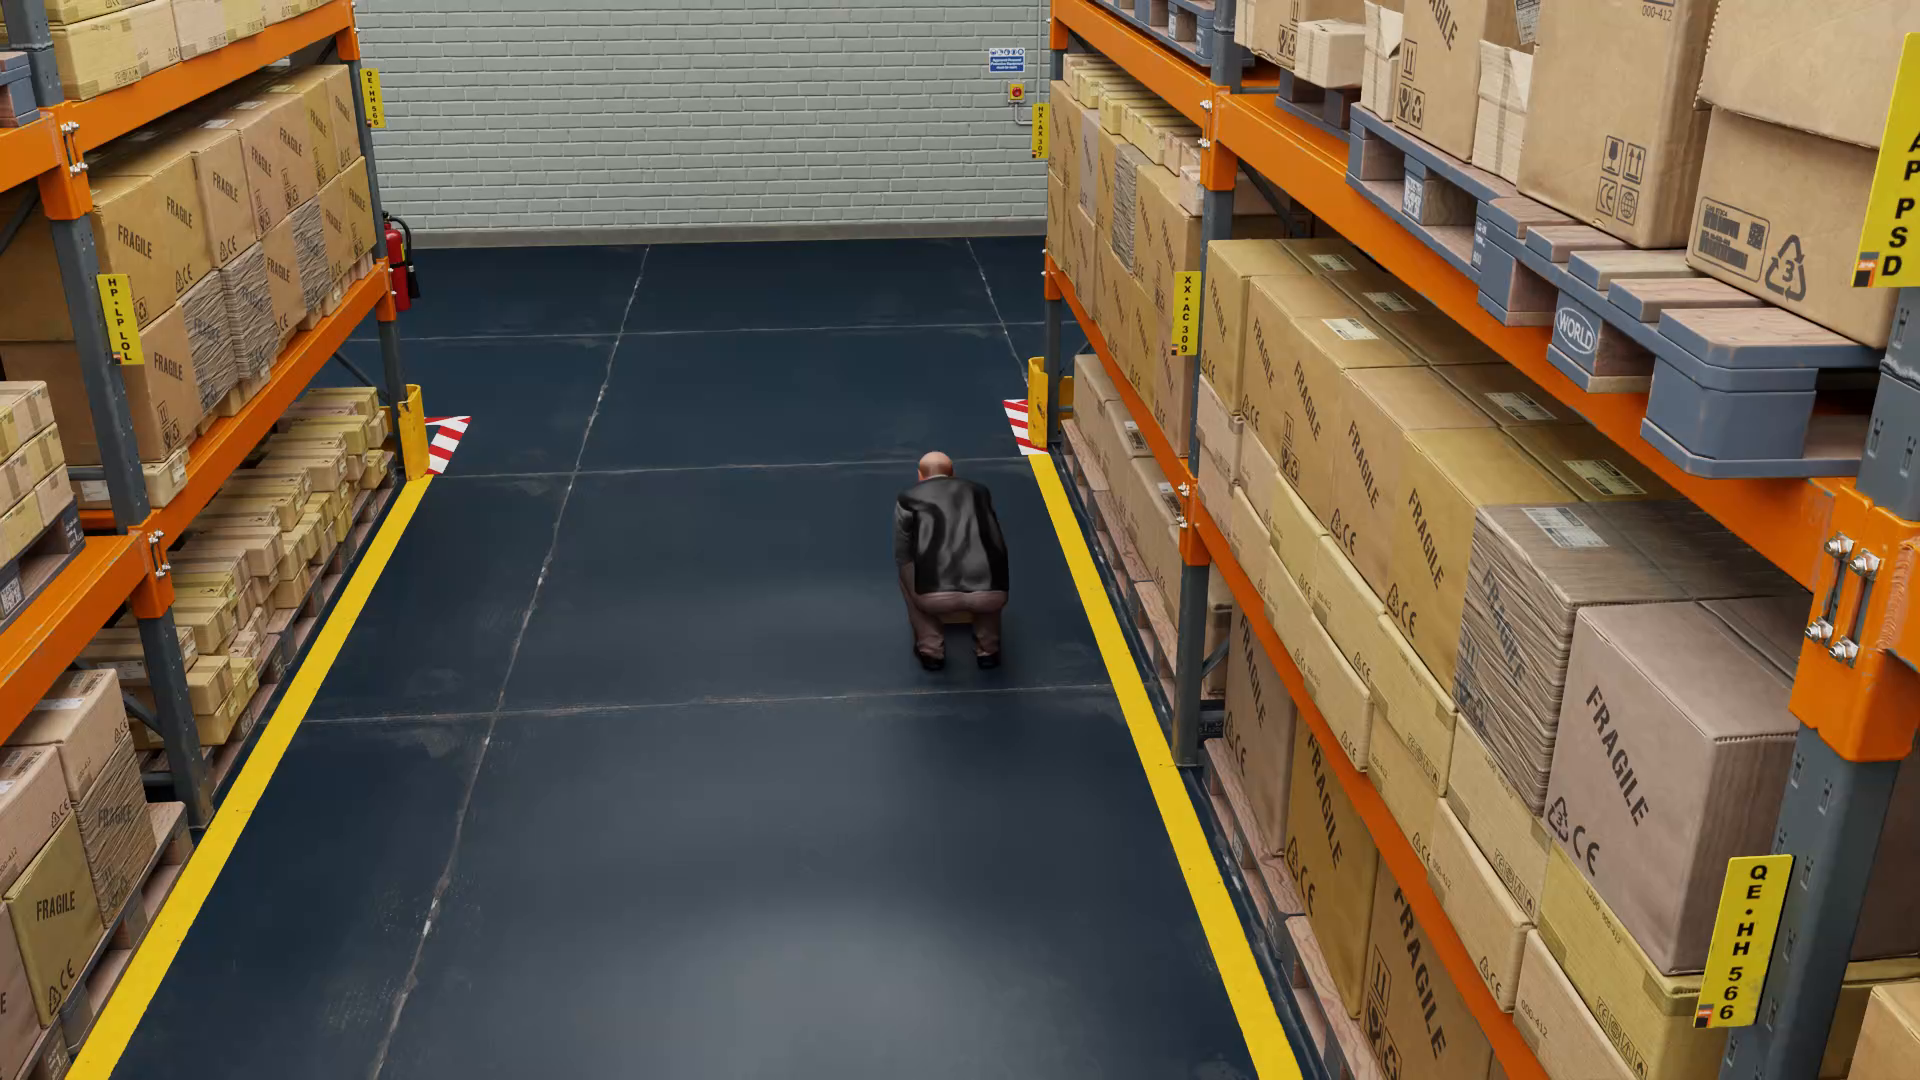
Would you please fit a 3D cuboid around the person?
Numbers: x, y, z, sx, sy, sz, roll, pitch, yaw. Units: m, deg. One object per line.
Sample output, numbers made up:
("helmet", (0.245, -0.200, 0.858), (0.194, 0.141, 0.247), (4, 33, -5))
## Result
("person", (-0.039, 0.112, 7.940), (0.538, 0.876, 0.871), (-2, 24, -5))
